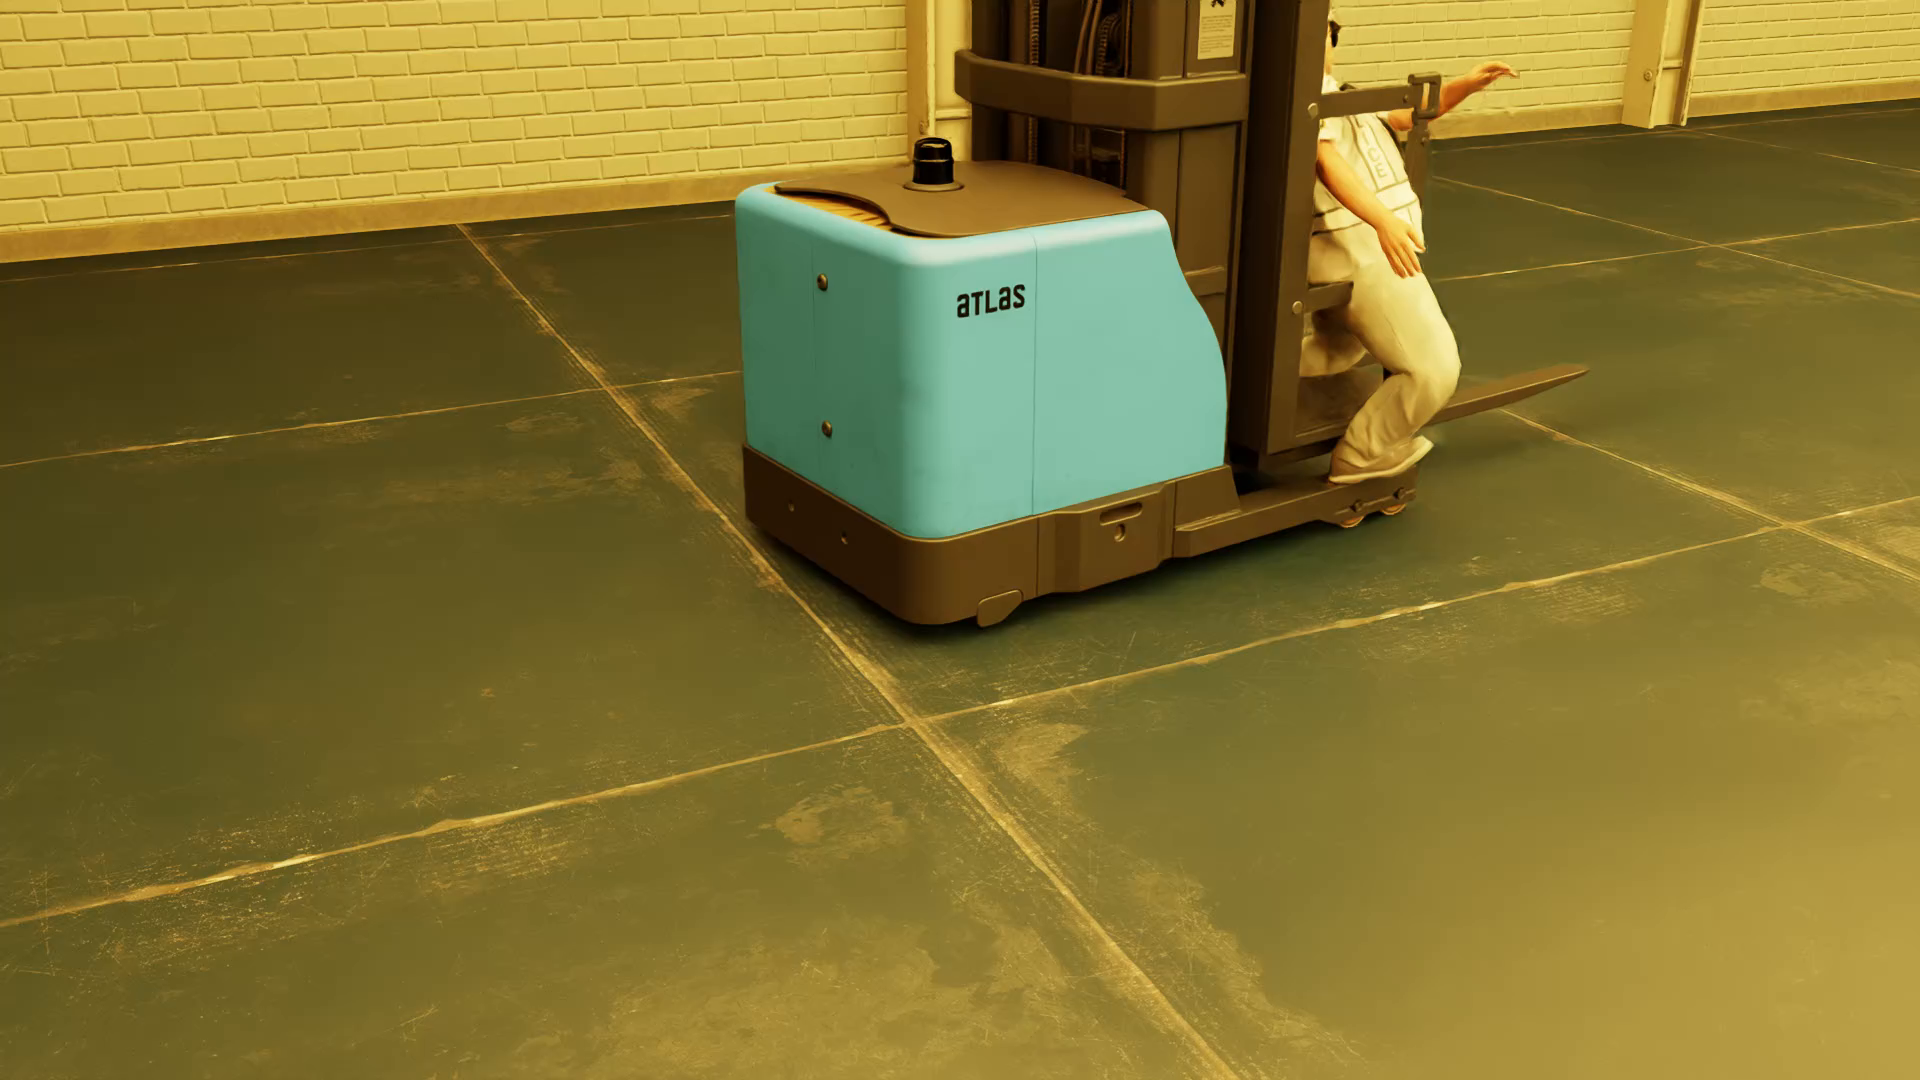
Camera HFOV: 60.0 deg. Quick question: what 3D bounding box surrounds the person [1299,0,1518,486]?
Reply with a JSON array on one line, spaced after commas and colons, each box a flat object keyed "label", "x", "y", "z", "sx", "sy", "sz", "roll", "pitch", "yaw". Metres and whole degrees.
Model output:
[{"label": "person", "x": 1.190, "y": -0.831, "z": 4.989, "sx": 0.818, "sy": 1.551, "sz": 0.968, "roll": 2, "pitch": 23, "yaw": 4}]

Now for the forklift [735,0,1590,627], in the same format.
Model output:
[{"label": "forklift", "x": 0.845, "y": -1.542, "z": 4.998, "sx": 3.031, "sy": 2.935, "sz": 1.130, "roll": -15, "pitch": 27, "yaw": -32}]
